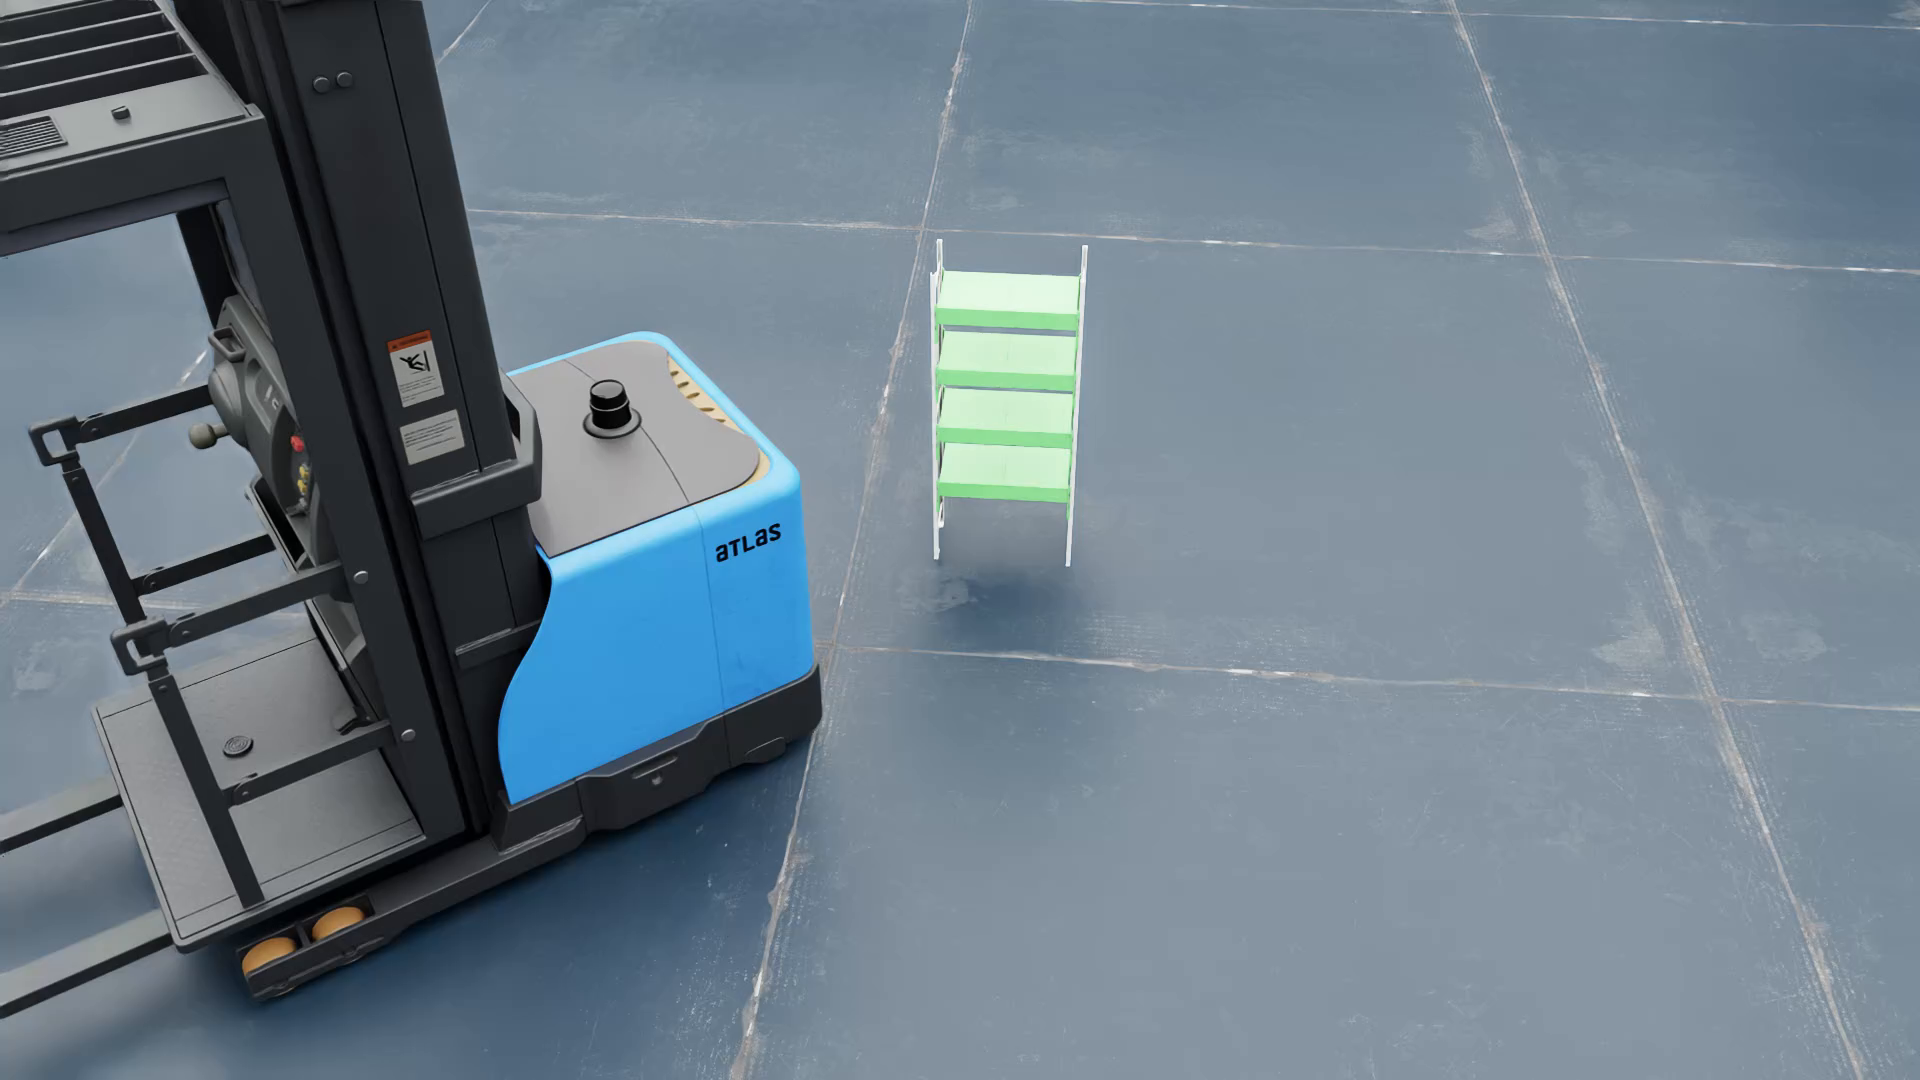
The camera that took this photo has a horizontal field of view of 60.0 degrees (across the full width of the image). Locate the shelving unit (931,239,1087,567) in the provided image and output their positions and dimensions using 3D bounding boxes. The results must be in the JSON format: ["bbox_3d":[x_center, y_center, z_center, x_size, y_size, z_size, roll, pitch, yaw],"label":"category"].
[{"bbox_3d":[0.165,-0.456,5.860,0.503,1.200,0.258,3,39,4],"label":"shelving unit"}]

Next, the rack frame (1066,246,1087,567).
[{"bbox_3d":[0.408,-0.443,5.844,0.015,1.200,0.240,3,39,4],"label":"rack frame"}]

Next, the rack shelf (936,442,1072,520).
[{"bbox_3d":[0.165,-0.221,6.052,0.480,0.148,0.258,3,39,4],"label":"rack shelf"}]

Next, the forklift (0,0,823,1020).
[{"bbox_3d":[-1.960,-0.238,4.220,3.031,2.935,1.130,-23,44,-25],"label":"forklift"}]

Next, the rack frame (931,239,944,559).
[{"bbox_3d":[-0.078,-0.470,5.876,0.015,1.200,0.240,3,39,4],"label":"rack frame"}]

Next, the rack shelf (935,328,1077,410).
[{"bbox_3d":[0.165,-0.593,5.749,0.480,0.148,0.258,3,39,4],"label":"rack shelf"}]

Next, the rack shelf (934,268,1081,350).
[{"bbox_3d":[0.165,-0.779,5.597,0.480,0.148,0.258,3,39,4],"label":"rack shelf"}]

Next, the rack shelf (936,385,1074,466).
[{"bbox_3d":[0.165,-0.407,5.900,0.480,0.148,0.258,3,39,4],"label":"rack shelf"}]
